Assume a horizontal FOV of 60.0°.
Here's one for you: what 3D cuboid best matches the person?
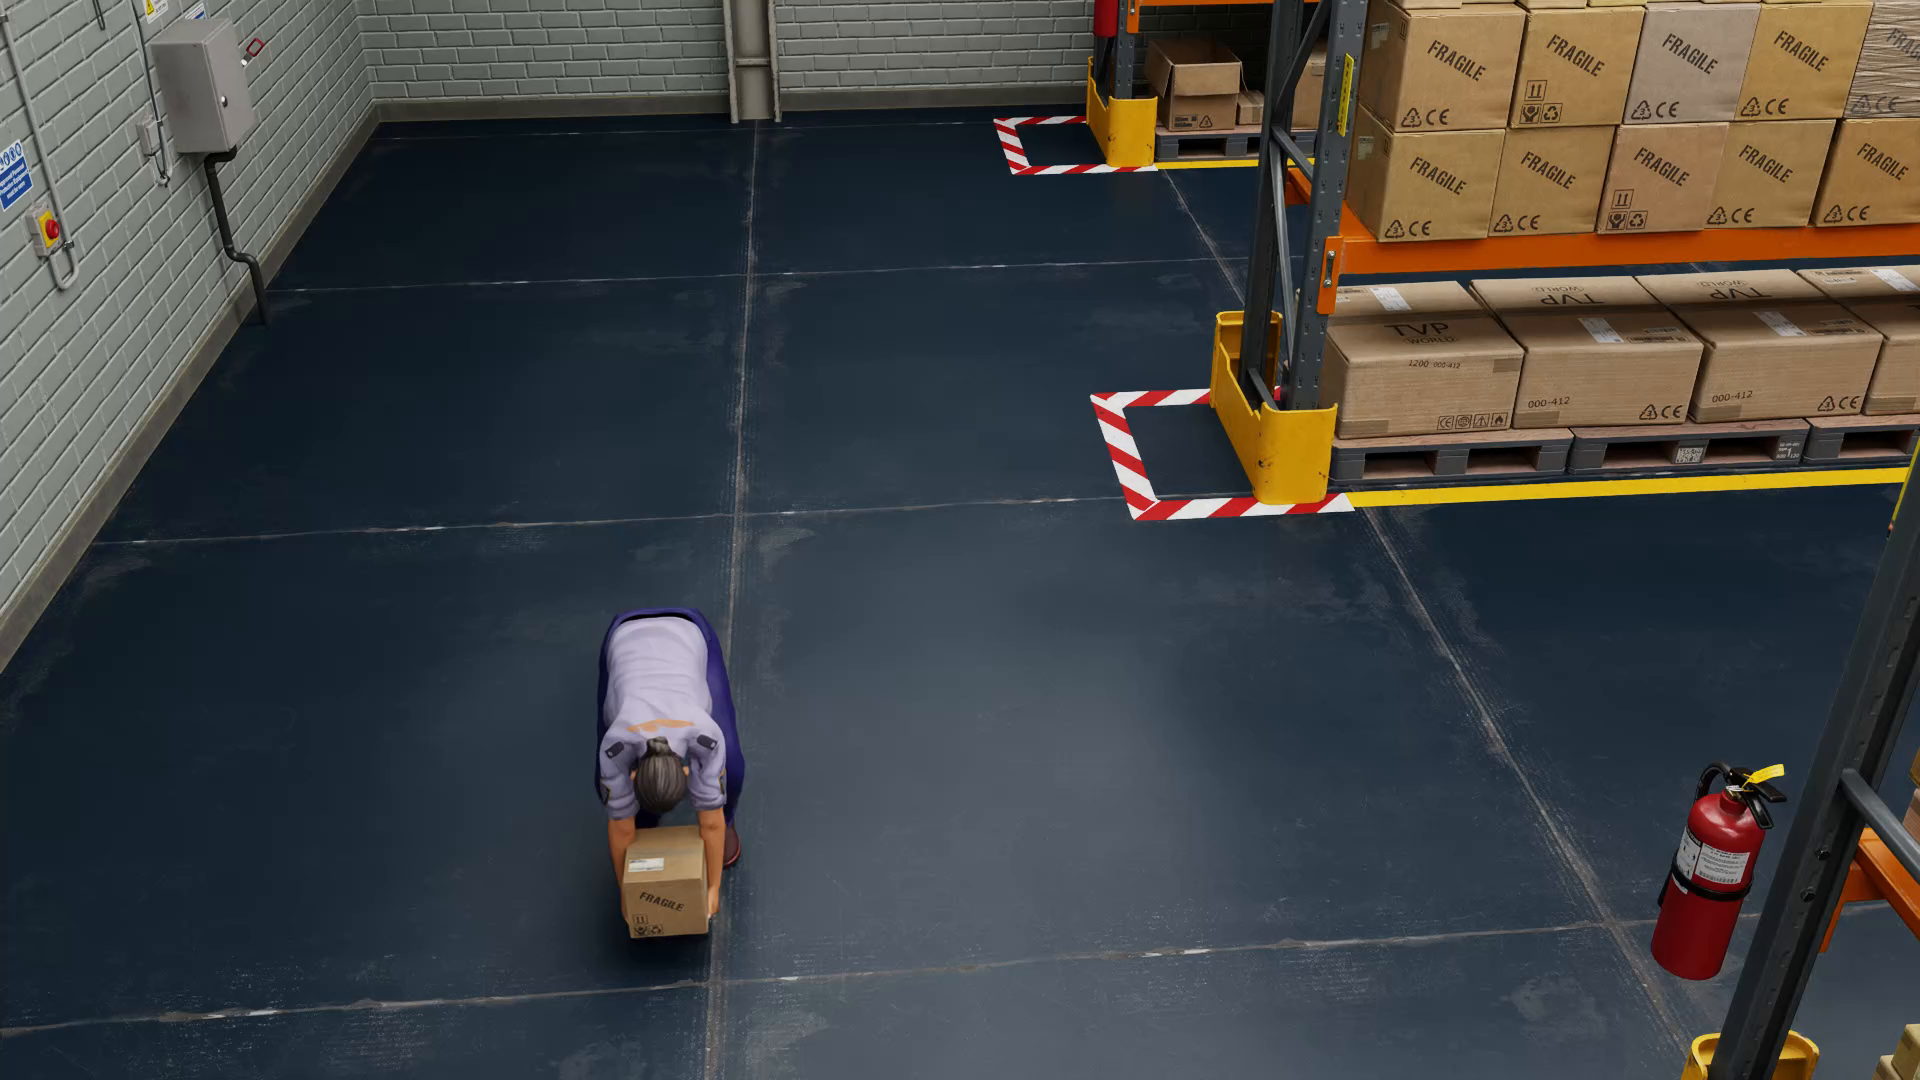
[{"bbox_3d":[-0.972,0.781,5.554,0.505,0.933,0.905,-4,32,-7],"label":"person"}]
